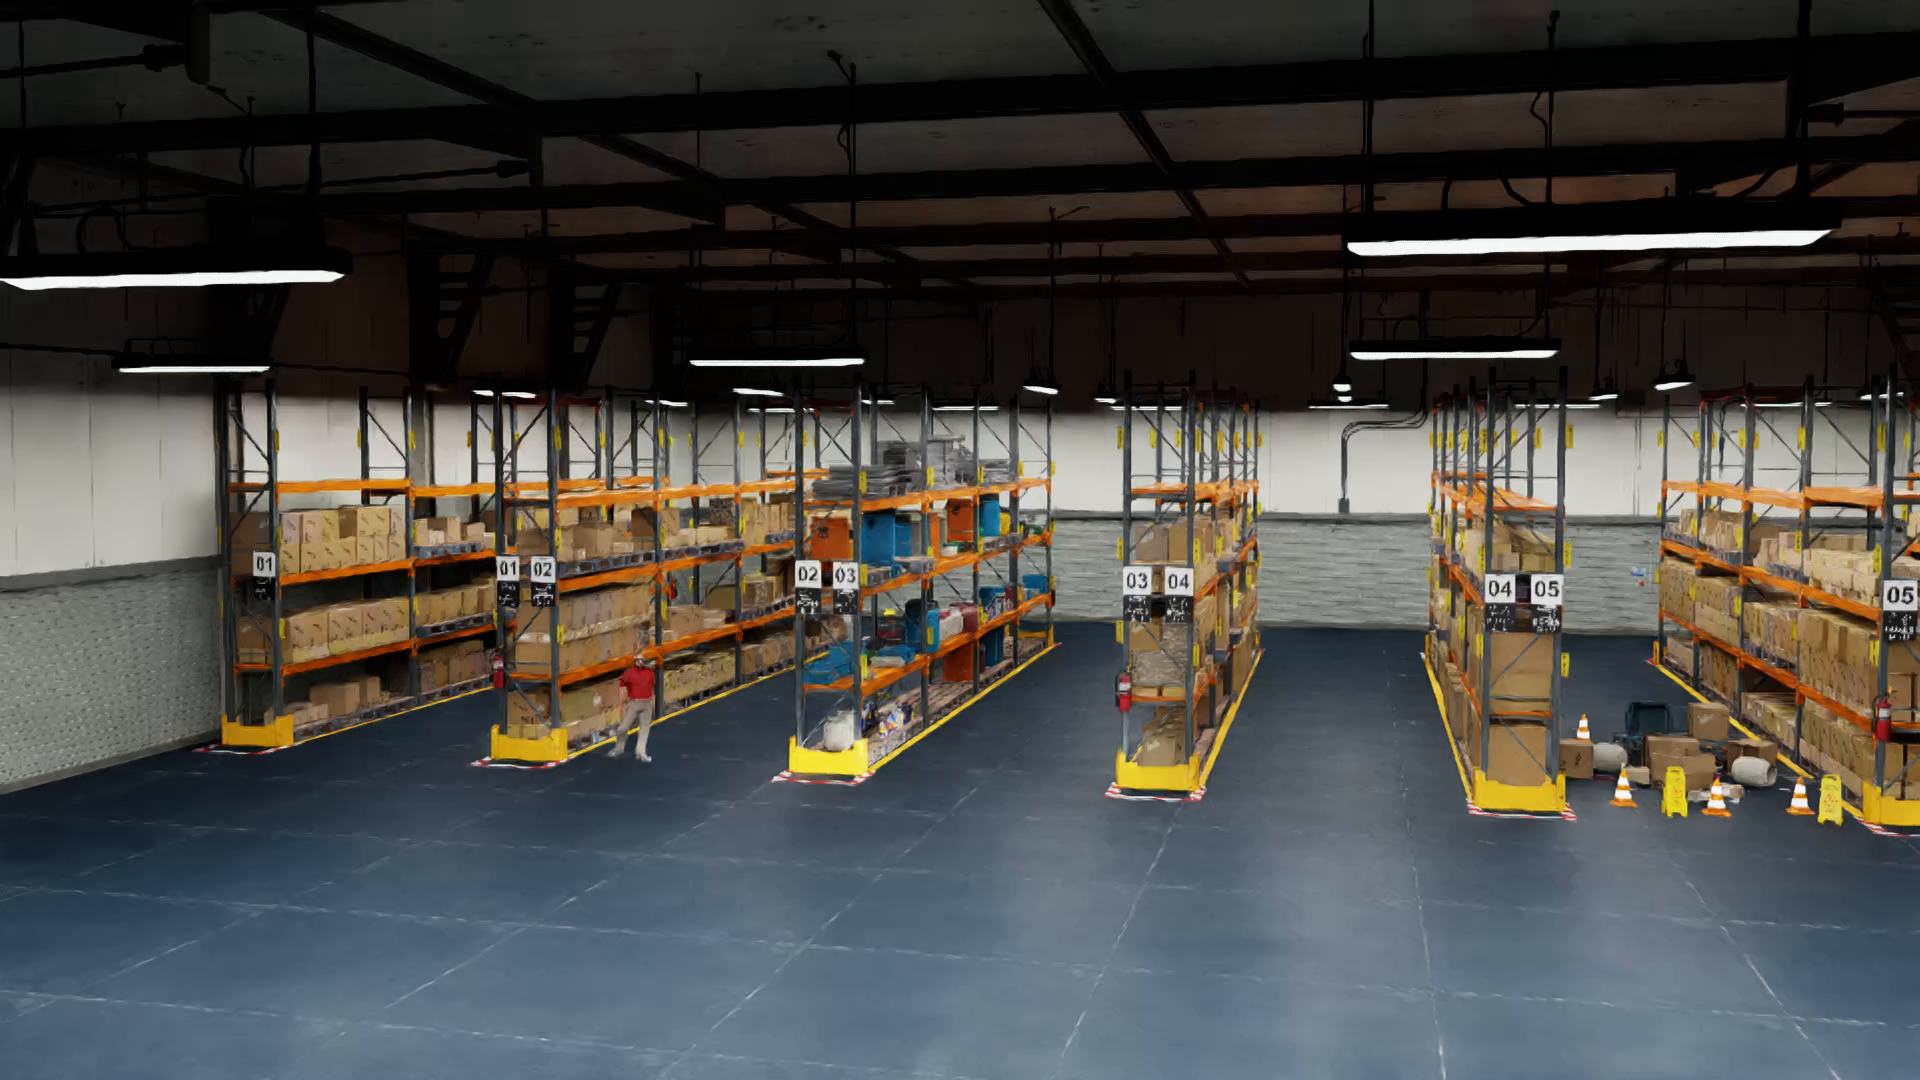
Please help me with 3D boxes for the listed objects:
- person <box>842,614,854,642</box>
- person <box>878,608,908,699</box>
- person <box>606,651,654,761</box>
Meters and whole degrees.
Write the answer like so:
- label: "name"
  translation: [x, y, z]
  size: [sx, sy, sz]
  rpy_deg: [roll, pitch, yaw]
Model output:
- label: "person"
  translation: [-2.462, 1.884, 38.017]
  size: [0.449, 1.663, 0.530]
  rpy_deg: [-1, 4, -17]
- label: "person"
  translation: [-1.309, 2.187, 32.148]
  size: [0.606, 1.764, 0.673]
  rpy_deg: [0, 3, -3]
- label: "person"
  translation: [-5.137, 2.587, 25.954]
  size: [0.737, 1.719, 0.545]
  rpy_deg: [-2, 4, -27]
